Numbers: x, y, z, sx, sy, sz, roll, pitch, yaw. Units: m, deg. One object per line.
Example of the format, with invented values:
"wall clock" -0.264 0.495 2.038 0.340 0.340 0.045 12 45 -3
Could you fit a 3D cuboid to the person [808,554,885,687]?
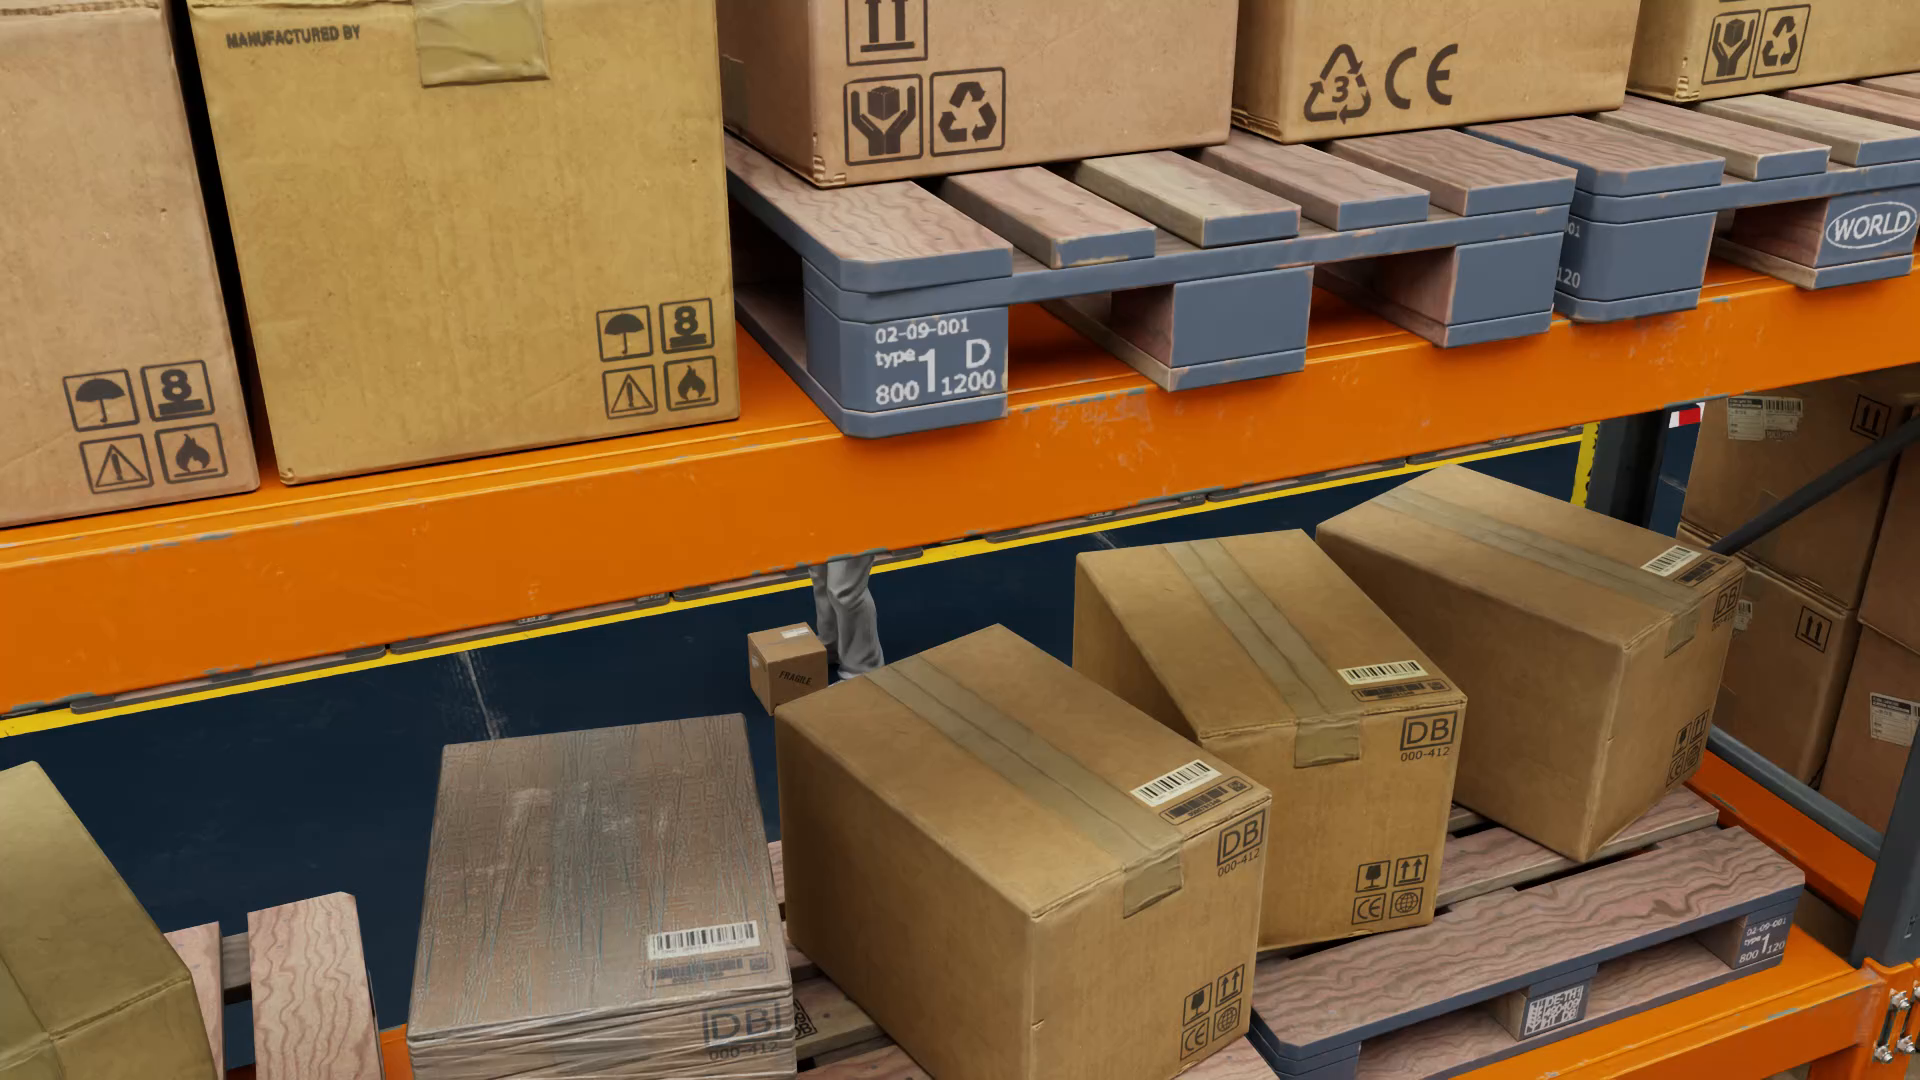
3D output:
"person" -0.464 -0.163 6.464 0.364 1.658 0.504 -12 29 -23
